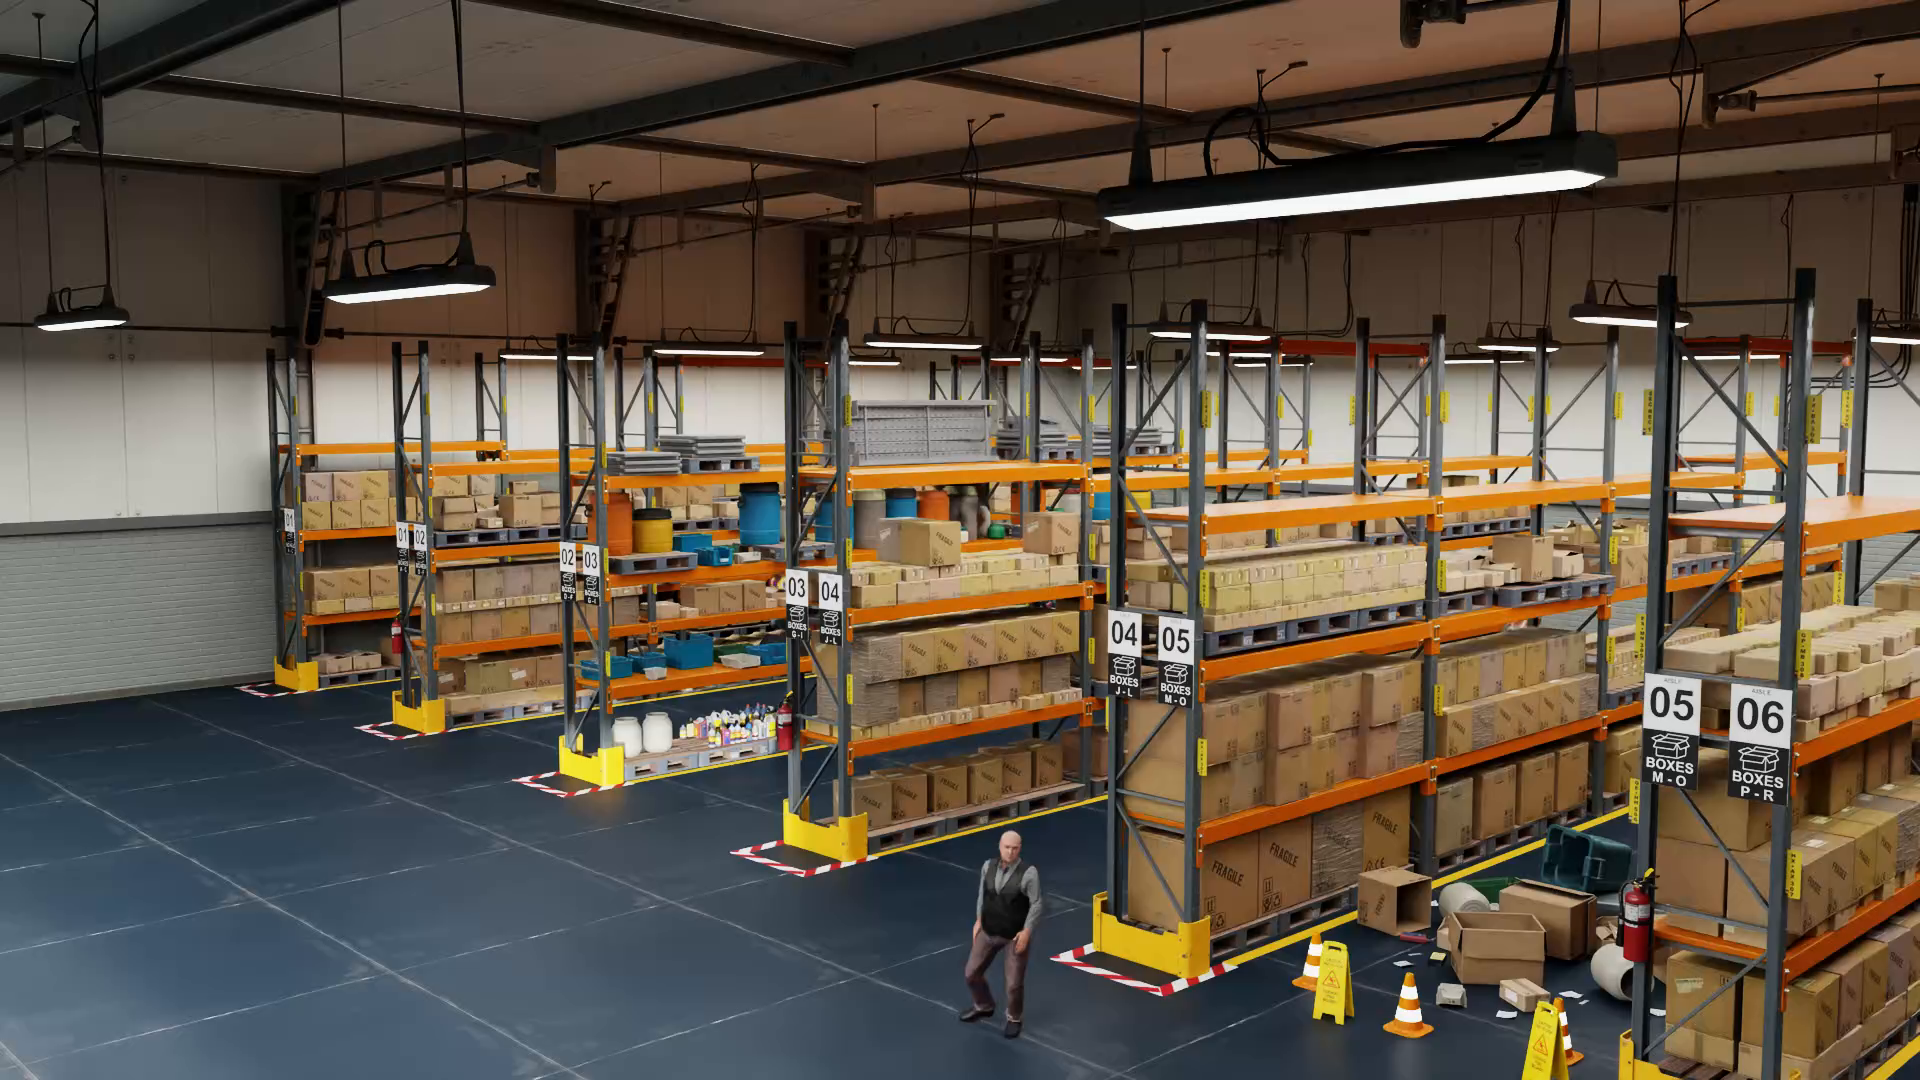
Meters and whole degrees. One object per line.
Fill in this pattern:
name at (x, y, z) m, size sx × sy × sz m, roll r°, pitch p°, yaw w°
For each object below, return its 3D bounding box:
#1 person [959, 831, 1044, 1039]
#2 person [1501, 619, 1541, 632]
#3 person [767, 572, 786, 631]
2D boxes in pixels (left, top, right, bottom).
person at (0.299, 3.176, 13.361) m, size 0.785 × 1.715 × 0.603 m, roll 2°, pitch 5°, yaw 24°
person at (9.117, 1.931, 27.096) m, size 0.836 × 1.827 × 0.649 m, roll -4°, pitch 6°, yaw -39°
person at (-3.650, 1.382, 33.608) m, size 0.832 × 1.811 × 0.655 m, roll -5°, pitch 7°, yaw -43°
